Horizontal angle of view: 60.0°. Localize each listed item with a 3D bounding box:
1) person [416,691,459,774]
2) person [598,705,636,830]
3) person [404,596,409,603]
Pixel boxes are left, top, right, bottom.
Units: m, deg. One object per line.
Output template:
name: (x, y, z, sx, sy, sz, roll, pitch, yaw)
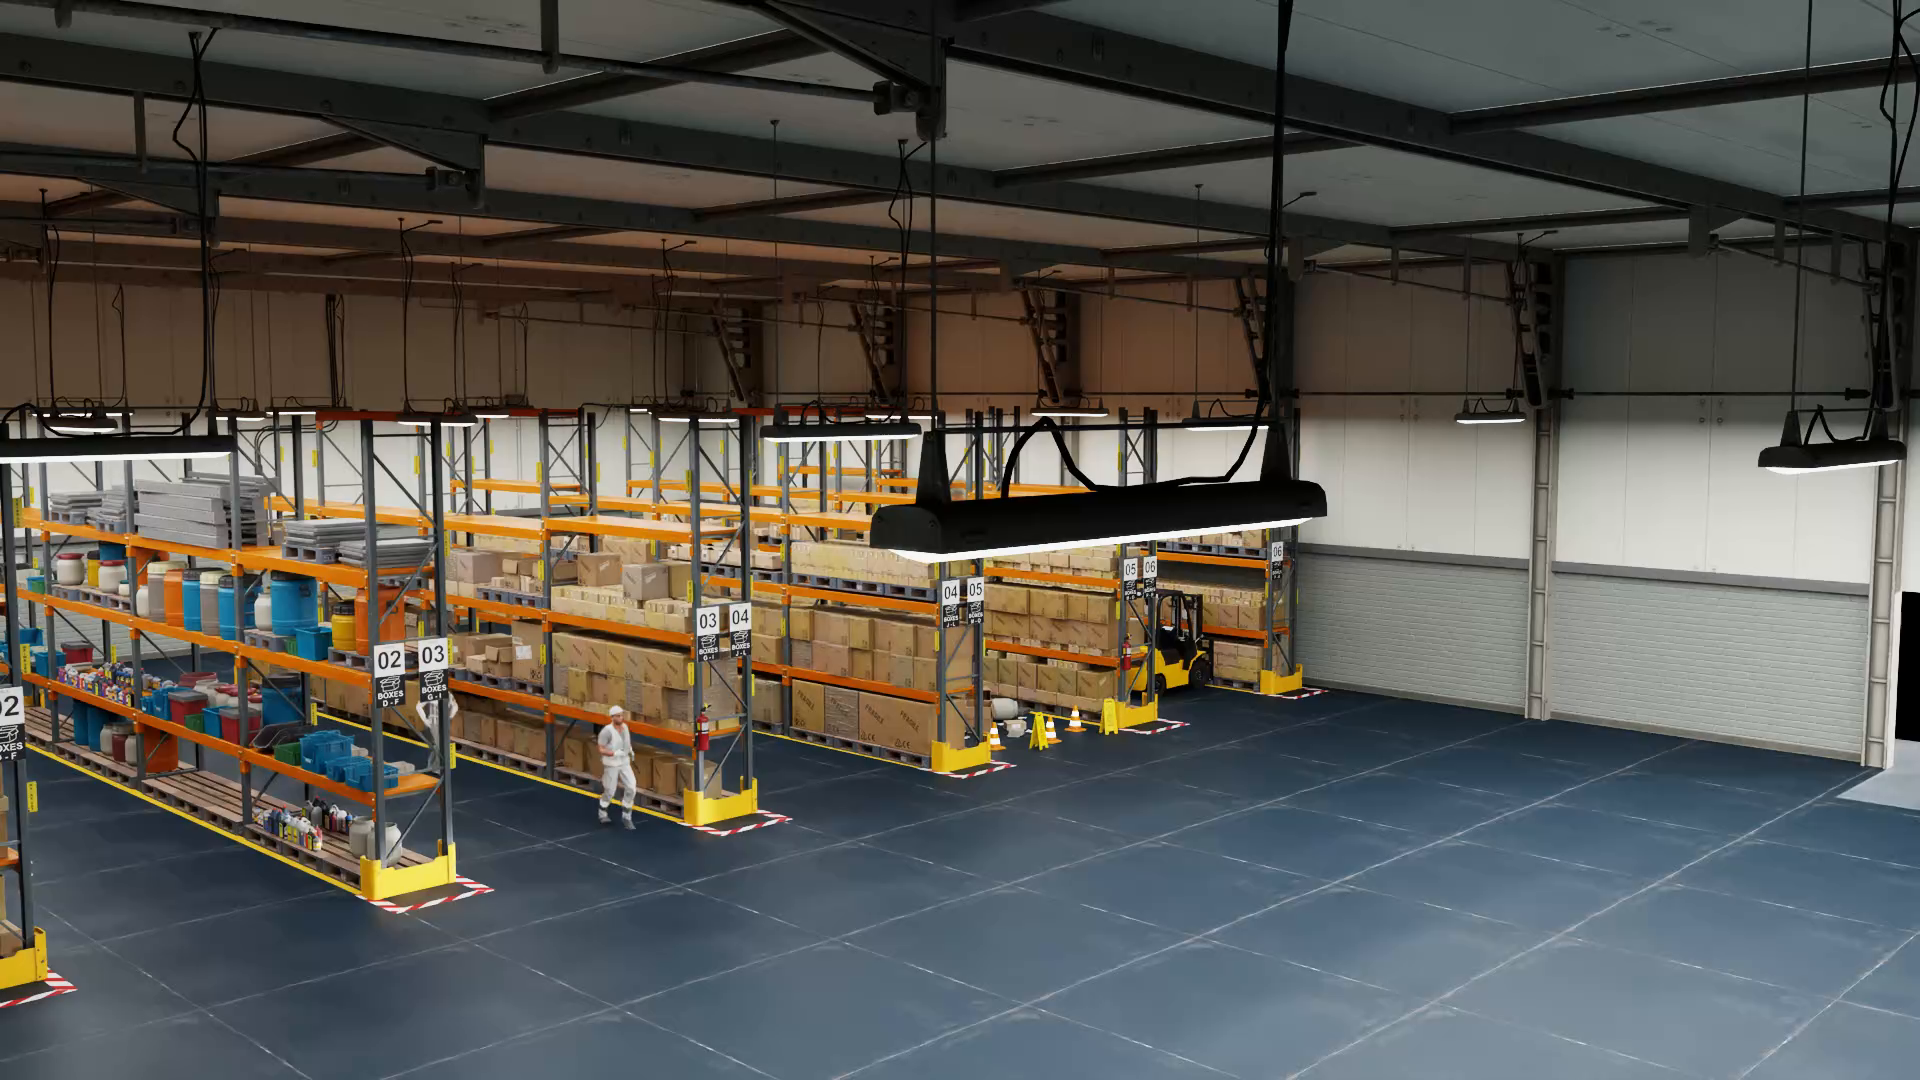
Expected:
person: (-8.582, 3.052, 27.493, 0.667, 1.666, 0.510, -5, 7, -42)
person: (-4.970, 3.319, 24.137, 0.764, 1.866, 0.686, 5, 7, 43)
person: (-12.852, 2.105, 38.182, 0.820, 1.795, 0.766, -2, 5, -18)
